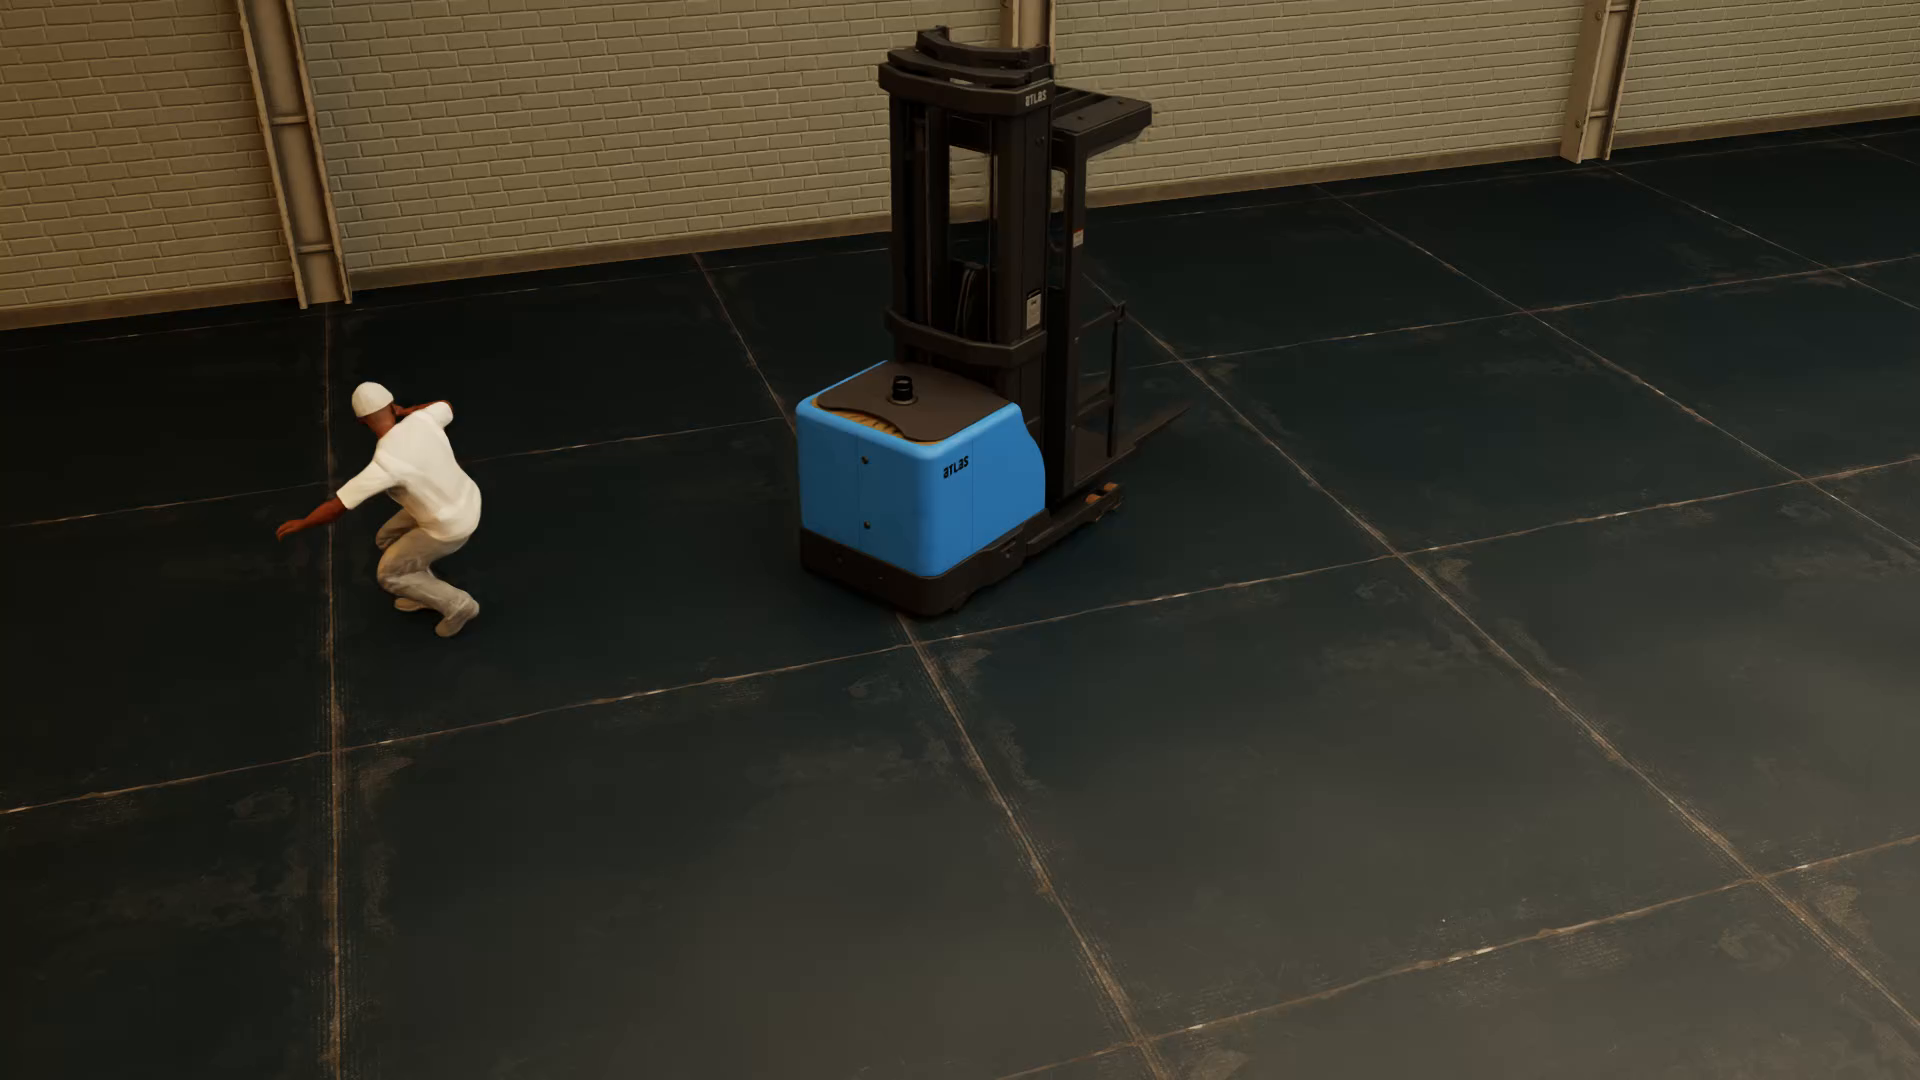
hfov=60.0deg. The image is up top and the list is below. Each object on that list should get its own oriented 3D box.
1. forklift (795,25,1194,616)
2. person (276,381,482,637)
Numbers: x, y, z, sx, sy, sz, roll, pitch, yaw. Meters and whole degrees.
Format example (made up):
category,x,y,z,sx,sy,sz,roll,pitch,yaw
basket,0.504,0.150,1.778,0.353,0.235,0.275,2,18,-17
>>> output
category,x,y,z,sx,sy,sz,roll,pitch,yaw
forklift,0.378,-1.523,9.735,1.130,2.935,3.031,22,36,33
person,-3.060,-0.185,8.876,0.992,1.479,0.837,-1,30,-1
